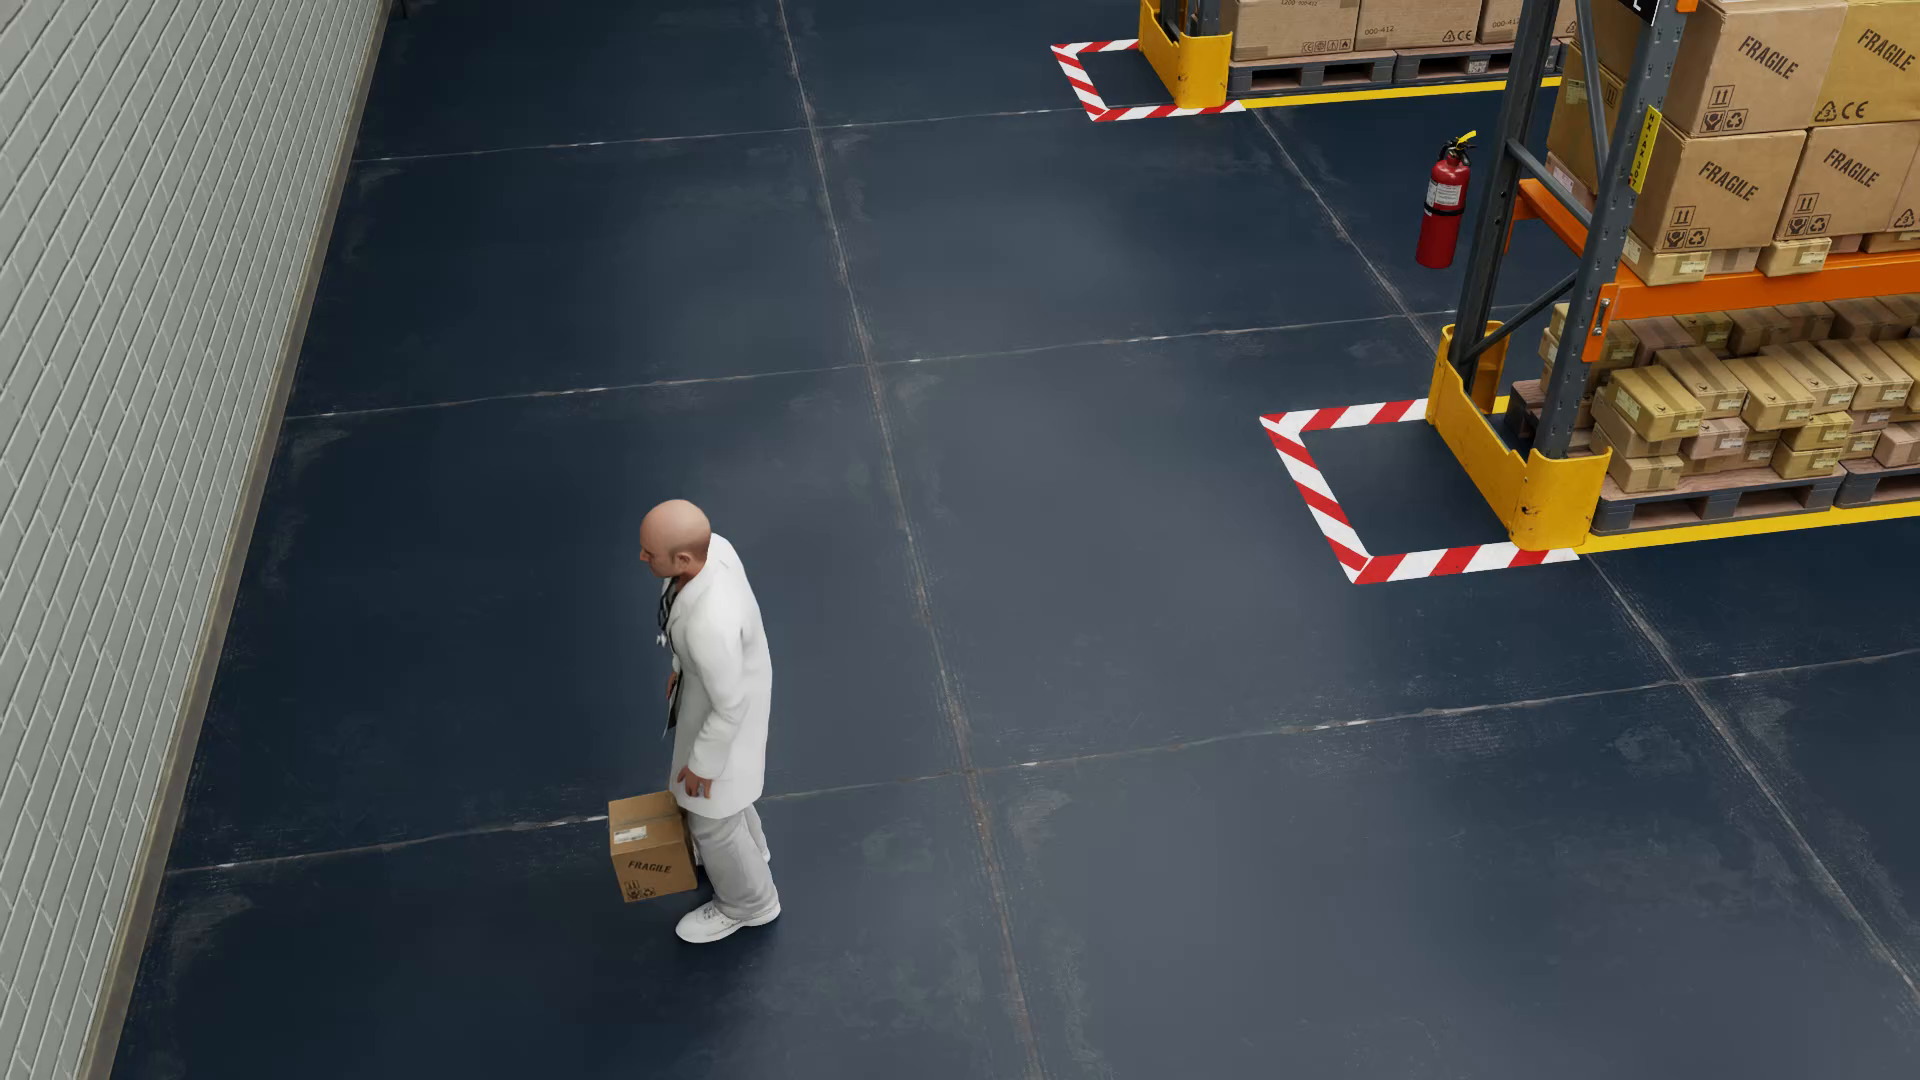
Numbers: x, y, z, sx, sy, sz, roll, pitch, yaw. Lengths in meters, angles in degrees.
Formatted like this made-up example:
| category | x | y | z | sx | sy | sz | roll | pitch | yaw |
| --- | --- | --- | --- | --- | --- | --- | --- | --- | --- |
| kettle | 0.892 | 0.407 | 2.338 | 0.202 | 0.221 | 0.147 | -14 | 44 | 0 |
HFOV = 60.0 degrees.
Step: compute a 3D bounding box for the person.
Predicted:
| category | x | y | z | sx | sy | sz | roll | pitch | yaw |
| --- | --- | --- | --- | --- | --- | --- | --- | --- | --- |
| person | -0.814 | 0.582 | 5.423 | 0.425 | 1.776 | 0.601 | -7 | 39 | -9 |
